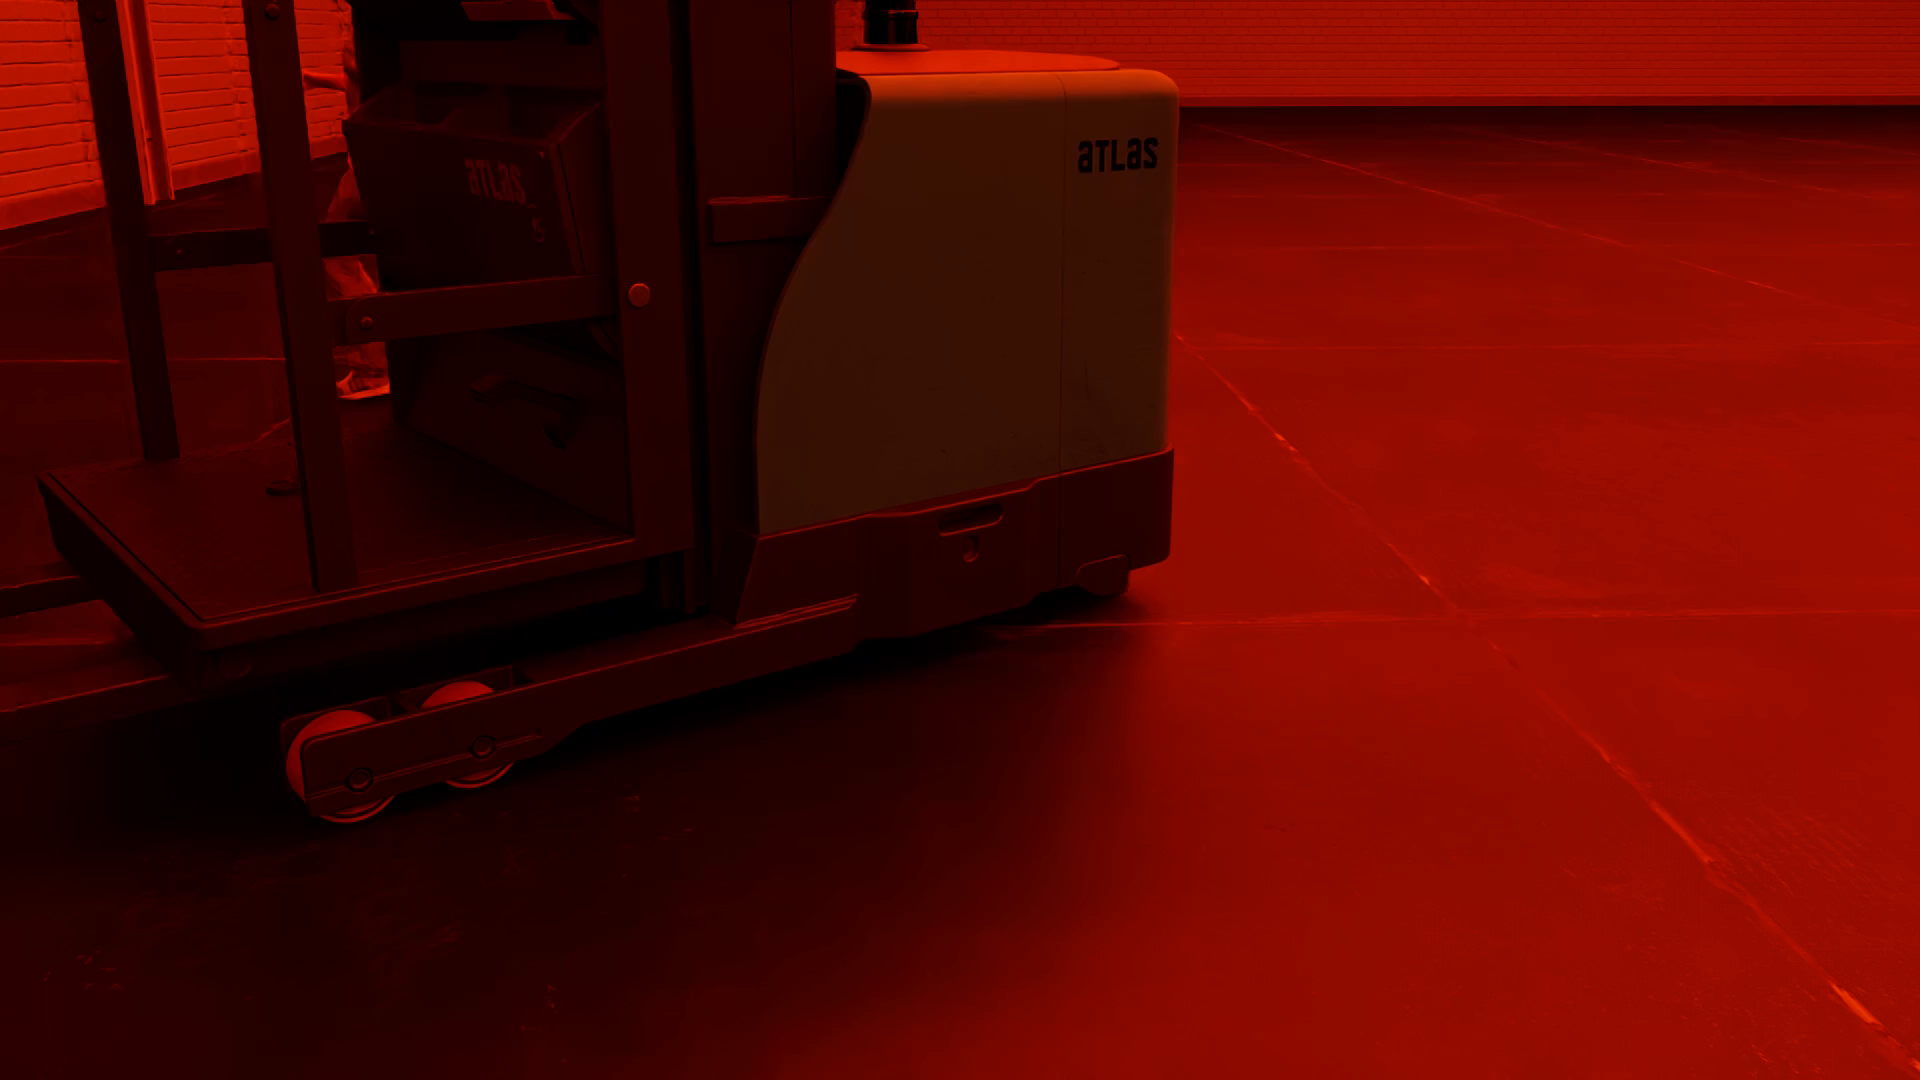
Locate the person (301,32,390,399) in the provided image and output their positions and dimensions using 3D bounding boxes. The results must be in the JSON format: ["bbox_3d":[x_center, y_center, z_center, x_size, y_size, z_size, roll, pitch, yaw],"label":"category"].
[{"bbox_3d":[-1.727,-1.148,5.142,0.797,1.521,0.438,5,18,17],"label":"person"}]

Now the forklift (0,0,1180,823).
[{"bbox_3d":[-1.020,-1.147,2.658,3.031,2.935,1.130,-13,21,-36],"label":"forklift"}]
